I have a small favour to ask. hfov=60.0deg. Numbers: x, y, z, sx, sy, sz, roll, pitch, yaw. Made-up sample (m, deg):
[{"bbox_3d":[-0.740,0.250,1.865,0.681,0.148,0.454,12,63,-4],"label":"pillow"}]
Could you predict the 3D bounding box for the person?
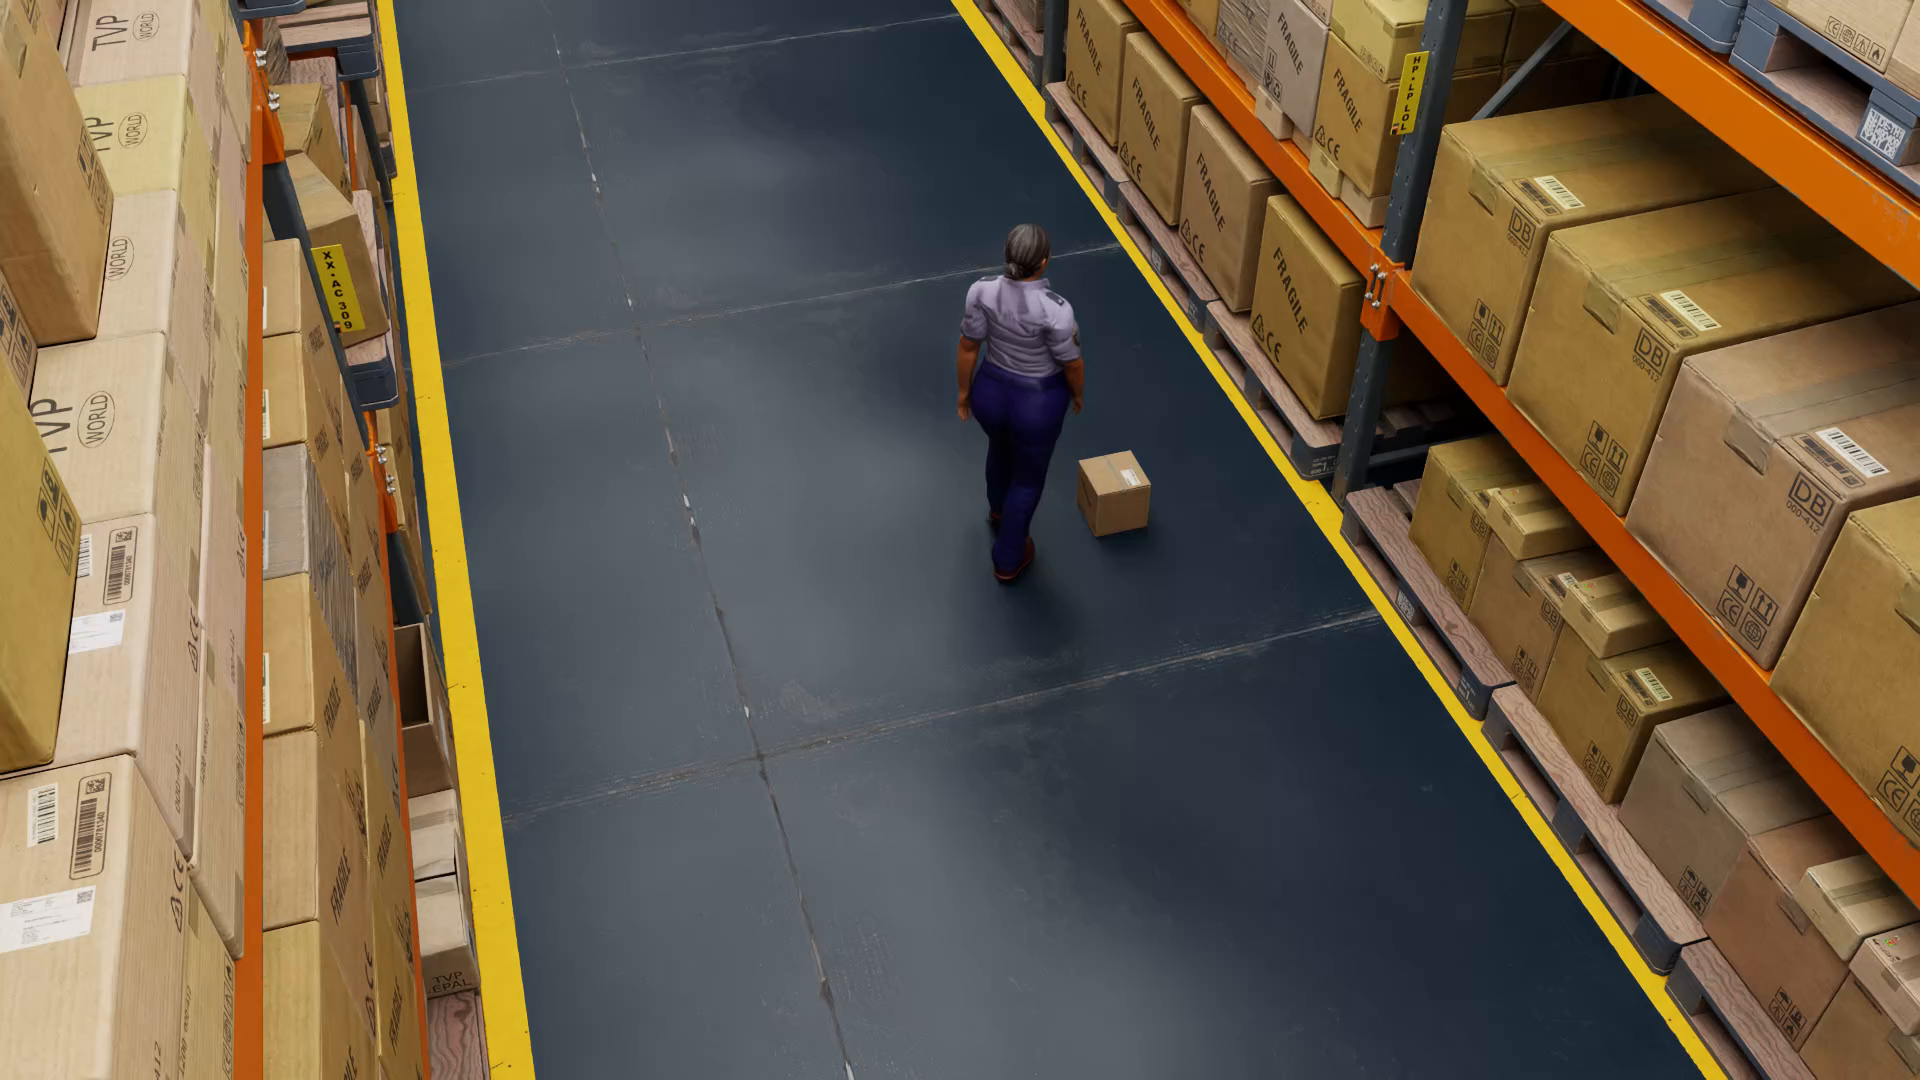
[{"bbox_3d":[0.264,-0.560,6.834,0.517,1.710,0.569,22,47,23],"label":"person"}]
